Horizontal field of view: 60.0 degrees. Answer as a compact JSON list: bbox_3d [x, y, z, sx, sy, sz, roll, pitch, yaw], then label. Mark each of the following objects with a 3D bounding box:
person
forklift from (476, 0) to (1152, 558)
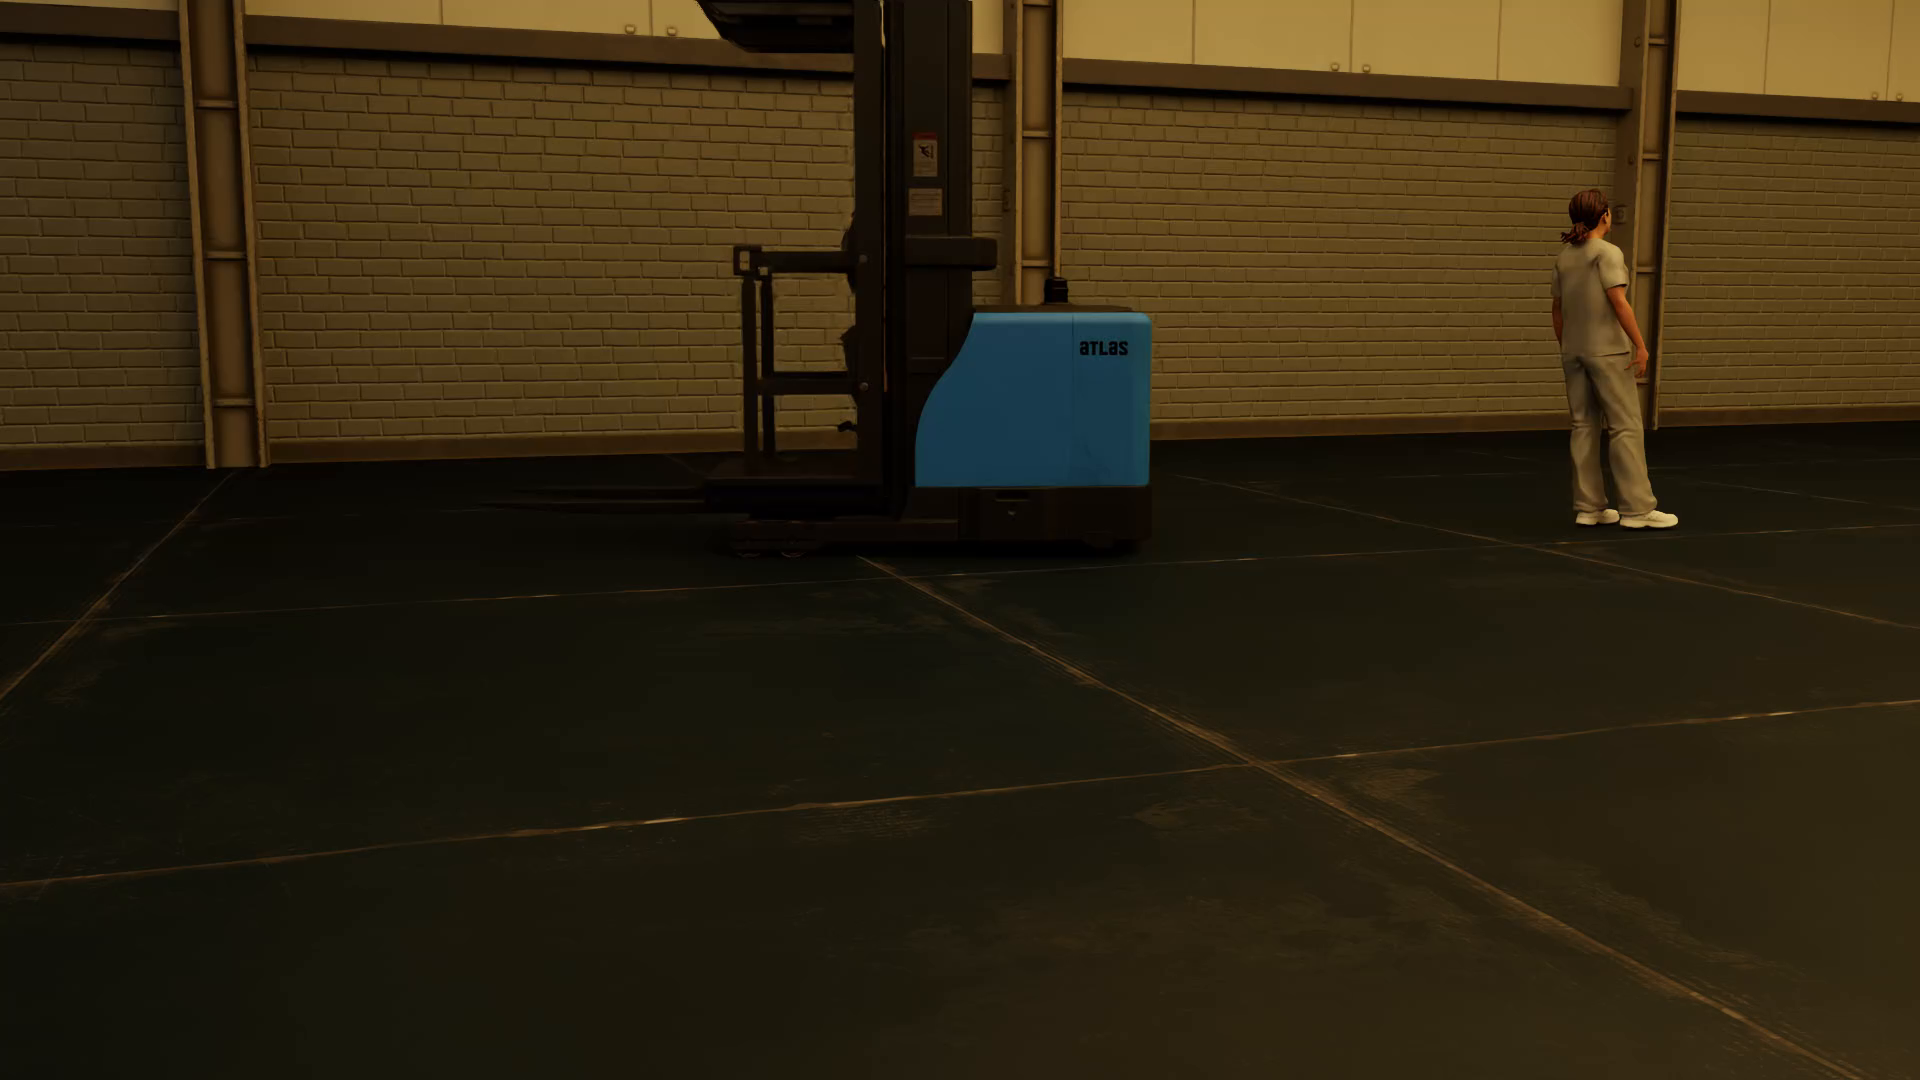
[{"bbox_3d":[3.249,-0.909,8.337,0.549,1.675,0.549,-3,8,-23],"label":"person"},{"bbox_3d":[-0.670,-1.445,7.669,3.031,2.935,1.130,0,8,-2],"label":"forklift"}]
